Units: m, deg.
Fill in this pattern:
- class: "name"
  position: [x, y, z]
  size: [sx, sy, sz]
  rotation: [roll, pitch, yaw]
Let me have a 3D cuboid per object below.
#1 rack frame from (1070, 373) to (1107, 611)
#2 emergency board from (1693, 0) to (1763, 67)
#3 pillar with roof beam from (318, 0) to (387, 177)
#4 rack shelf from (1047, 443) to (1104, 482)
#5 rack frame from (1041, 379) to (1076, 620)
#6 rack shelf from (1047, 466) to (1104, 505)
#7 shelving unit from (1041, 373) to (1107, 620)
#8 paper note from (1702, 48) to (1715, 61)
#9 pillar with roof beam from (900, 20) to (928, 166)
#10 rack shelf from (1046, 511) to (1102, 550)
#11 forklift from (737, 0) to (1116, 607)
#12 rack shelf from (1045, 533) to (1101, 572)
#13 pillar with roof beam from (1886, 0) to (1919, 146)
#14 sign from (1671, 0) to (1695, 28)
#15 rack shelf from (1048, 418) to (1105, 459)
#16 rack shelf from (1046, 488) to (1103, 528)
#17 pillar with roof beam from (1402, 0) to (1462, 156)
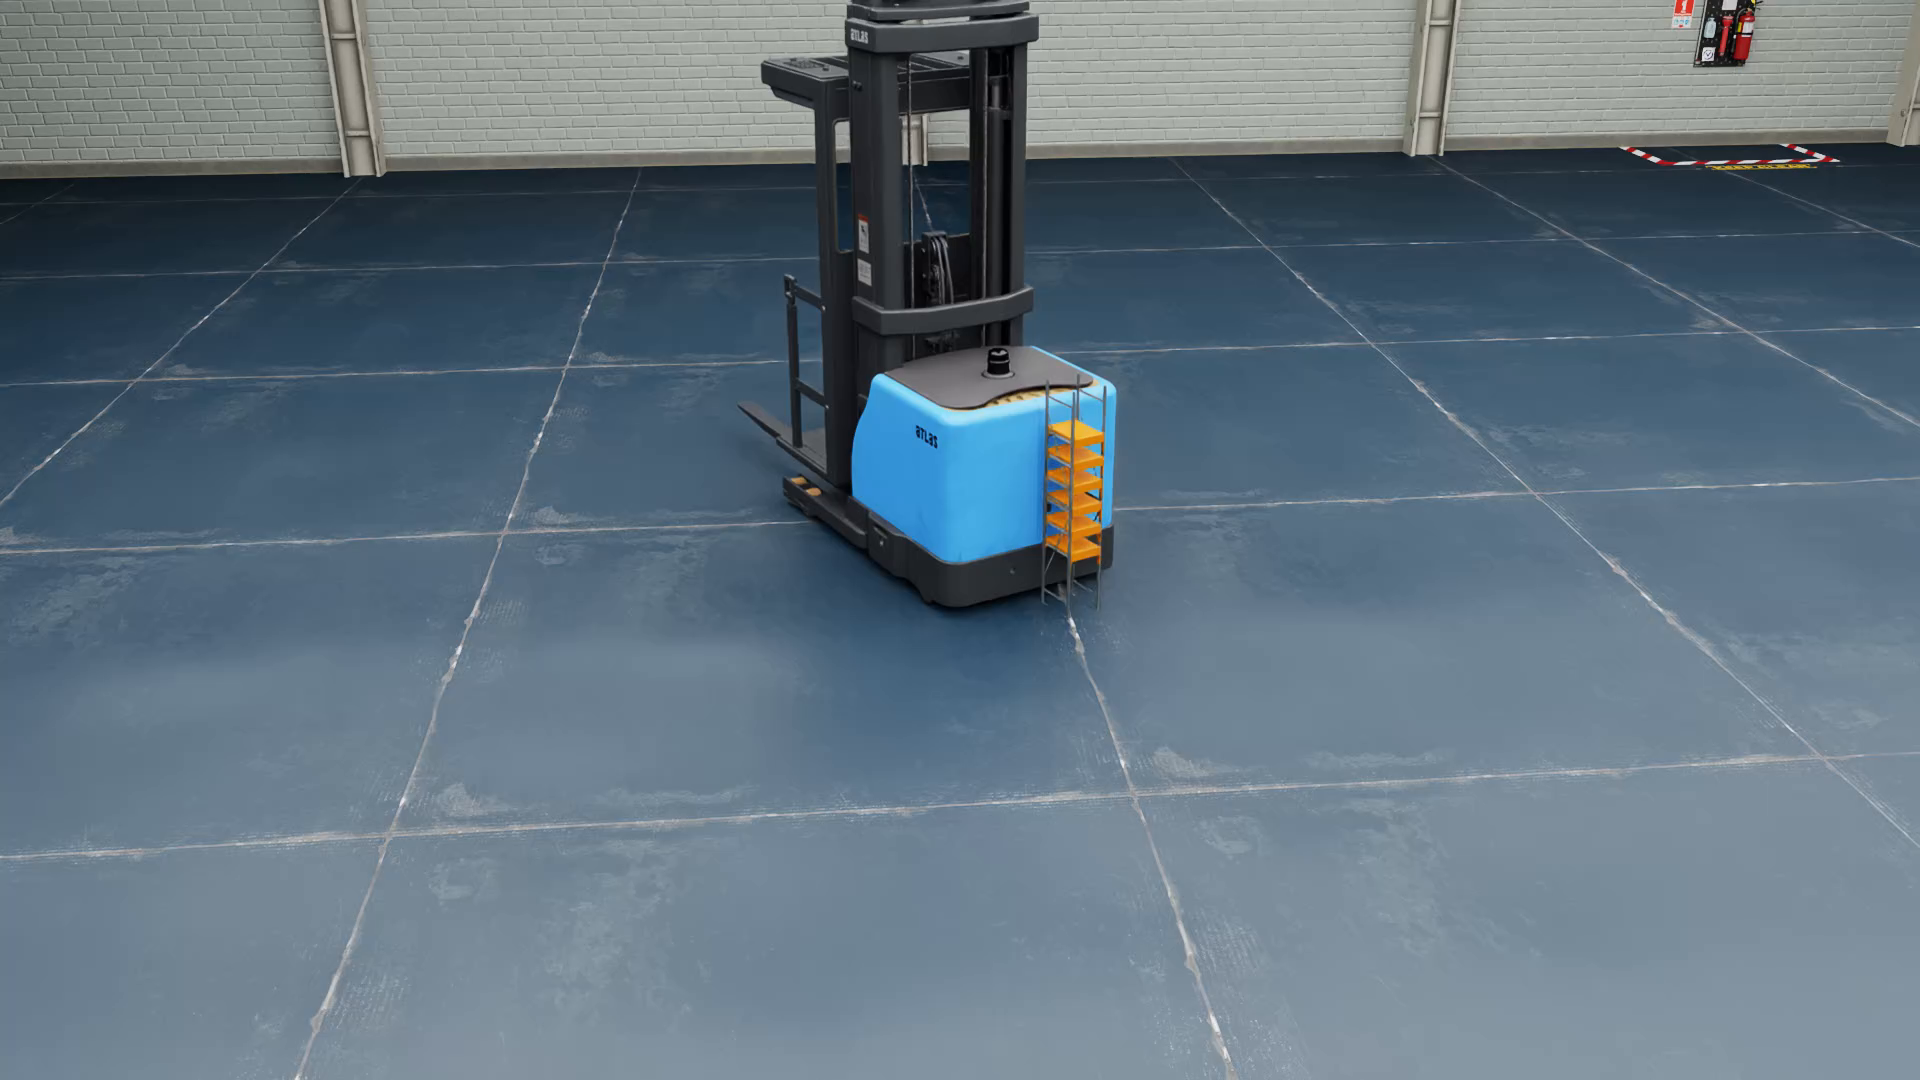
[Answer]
- class: "rack frame"
  position: [0.637, -0.229, 8.287]
  size: [0.006, 1.200, 0.240]
  rotation: [-14, 28, -29]
- class: "emergency board"
  position: [8.903, -6.040, 19.145]
  size: [0.643, 1.169, 0.194]
  rotation: [-2, 24, -5]
- class: "pillar with roof beam"
  position: [-6.124, -6.406, 12.583]
  size: [0.400, 9.000, 9.100]
  rotation: [-2, 24, -5]
- class: "rack shelf"
  position: [0.560, -0.388, 8.164]
  size: [0.180, 0.103, 0.258]
  rotation: [-14, 28, -29]
- class: "rack frame"
  position: [0.482, -0.189, 8.199]
  size: [0.006, 1.200, 0.240]
  rotation: [-14, 28, -29]
- class: "rack shelf"
  position: [0.560, -0.278, 8.212]
  size: [0.180, 0.103, 0.258]
  rotation: [-14, 28, -29]
- class: "shelving unit"
  position: [0.560, -0.209, 8.243]
  size: [0.189, 1.200, 0.258]
  rotation: [-14, 28, -29]
- class: "paper note"
  position: [8.720, -5.658, 19.371]
  size: [0.142, 0.148, 0.016]
  rotation: [-2, 24, -5]
- class: "pillar with roof beam"
  position: [-0.153, -6.645, 13.121]
  size: [0.400, 9.000, 9.100]
  rotation: [-2, 24, -5]
- class: "rack shelf"
  position: [0.560, -0.059, 8.310]
  size: [0.180, 0.103, 0.258]
  rotation: [-14, 28, -29]
- class: "forklift"
  position: [-0.374, -1.559, 9.148]
  size: [1.130, 2.935, 3.031]
  rotation: [-13, 27, -28]
- class: "rack shelf"
  position: [0.560, 0.051, 8.359]
  size: [0.180, 0.103, 0.258]
  rotation: [-14, 28, -29]
- class: "pillar with roof beam"
  position: [11.789, -7.124, 14.199]
  size: [0.400, 9.000, 9.100]
  rotation: [-2, 24, -5]
- class: "sign"
  position: [8.342, -6.076, 19.182]
  size: [0.234, 0.329, 0.001]
  rotation: [-2, 24, -5]
- class: "rack shelf"
  position: [0.560, -0.497, 8.115]
  size: [0.180, 0.103, 0.258]
  rotation: [-14, 28, -29]
- class: "rack shelf"
  position: [0.560, -0.168, 8.261]
  size: [0.180, 0.103, 0.258]
  rotation: [-14, 28, -29]
- class: "pillar with roof beam"
  position: [5.818, -6.885, 13.660]
  size: [0.400, 9.000, 9.100]
  rotation: [-2, 24, -5]
